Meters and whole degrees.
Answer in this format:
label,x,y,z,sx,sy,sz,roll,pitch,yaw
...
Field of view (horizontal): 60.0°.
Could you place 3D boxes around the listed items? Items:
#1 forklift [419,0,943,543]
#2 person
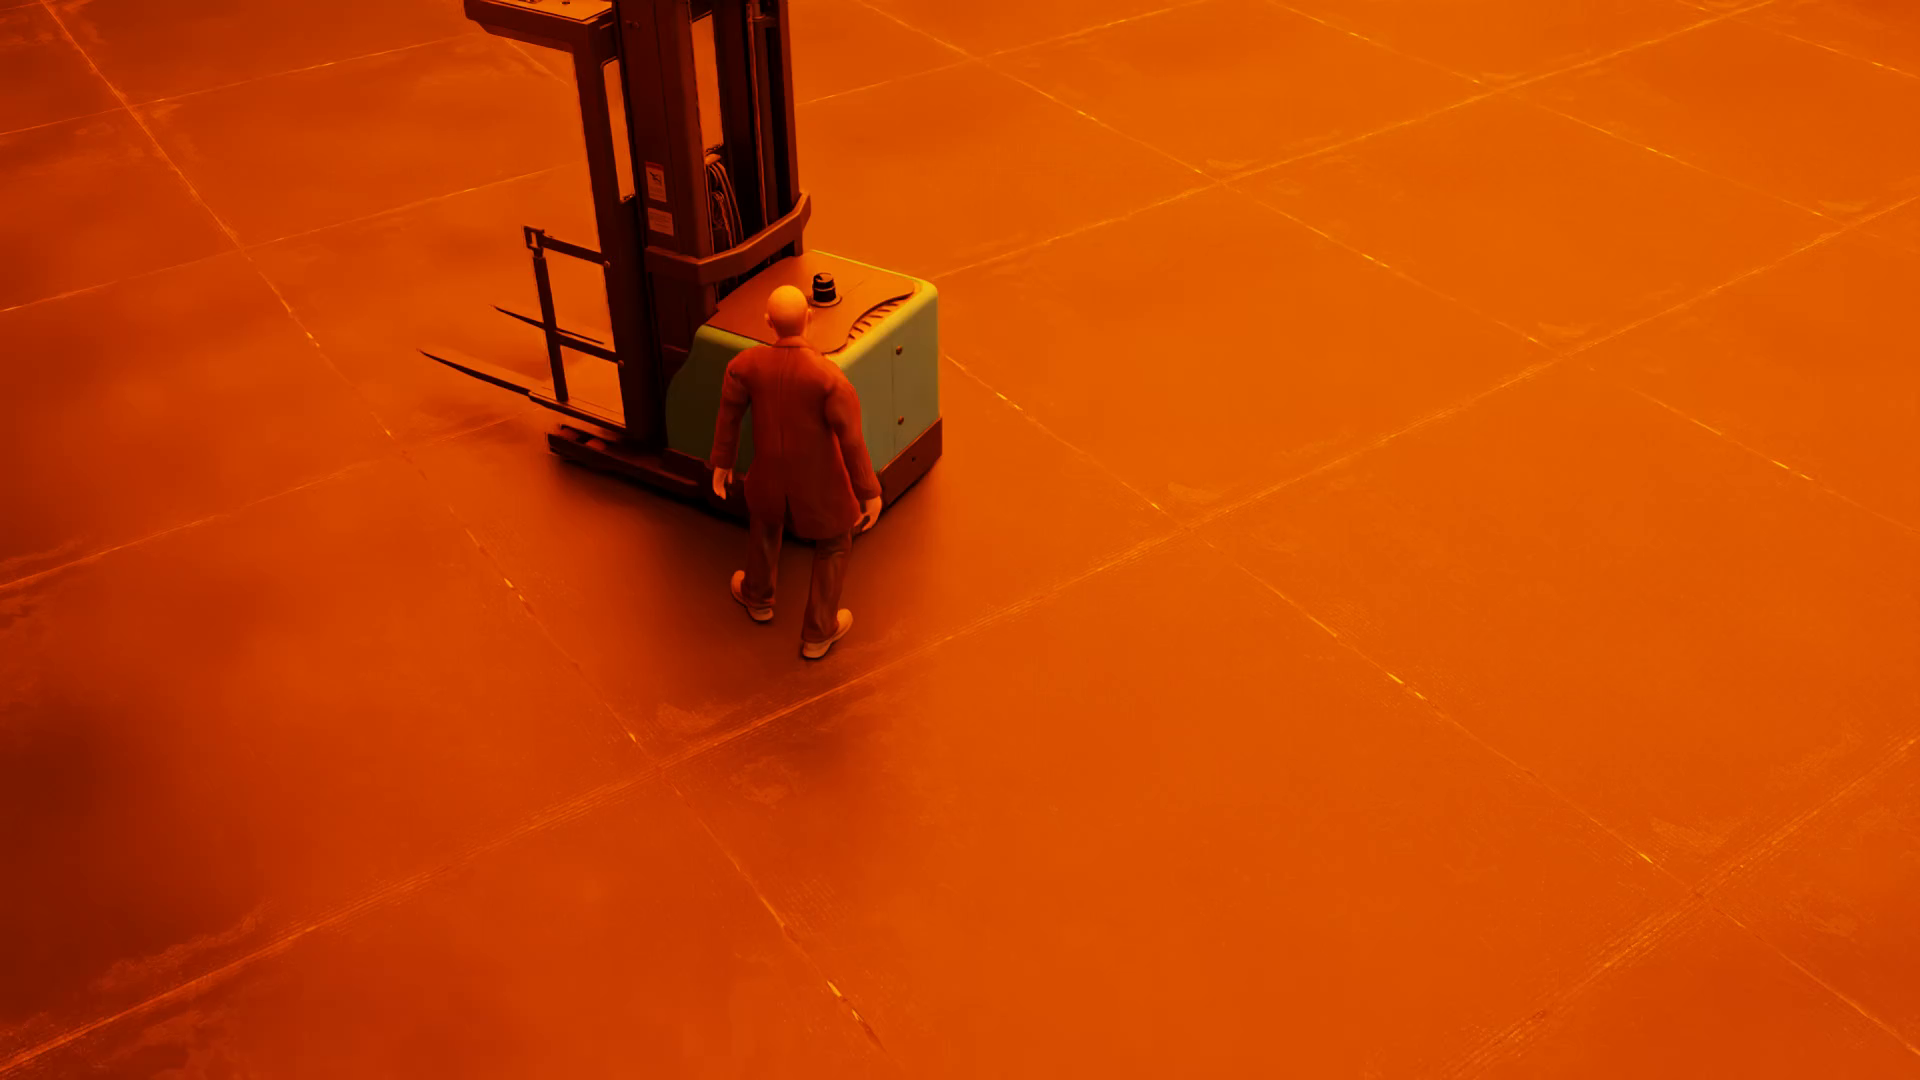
label,x,y,z,sx,sy,sz,roll,pitch,yaw
forklift,-1.625,-1.803,8.384,3.031,2.935,1.130,19,41,24
person,-0.740,-0.292,7.352,0.917,1.749,0.451,13,38,17
